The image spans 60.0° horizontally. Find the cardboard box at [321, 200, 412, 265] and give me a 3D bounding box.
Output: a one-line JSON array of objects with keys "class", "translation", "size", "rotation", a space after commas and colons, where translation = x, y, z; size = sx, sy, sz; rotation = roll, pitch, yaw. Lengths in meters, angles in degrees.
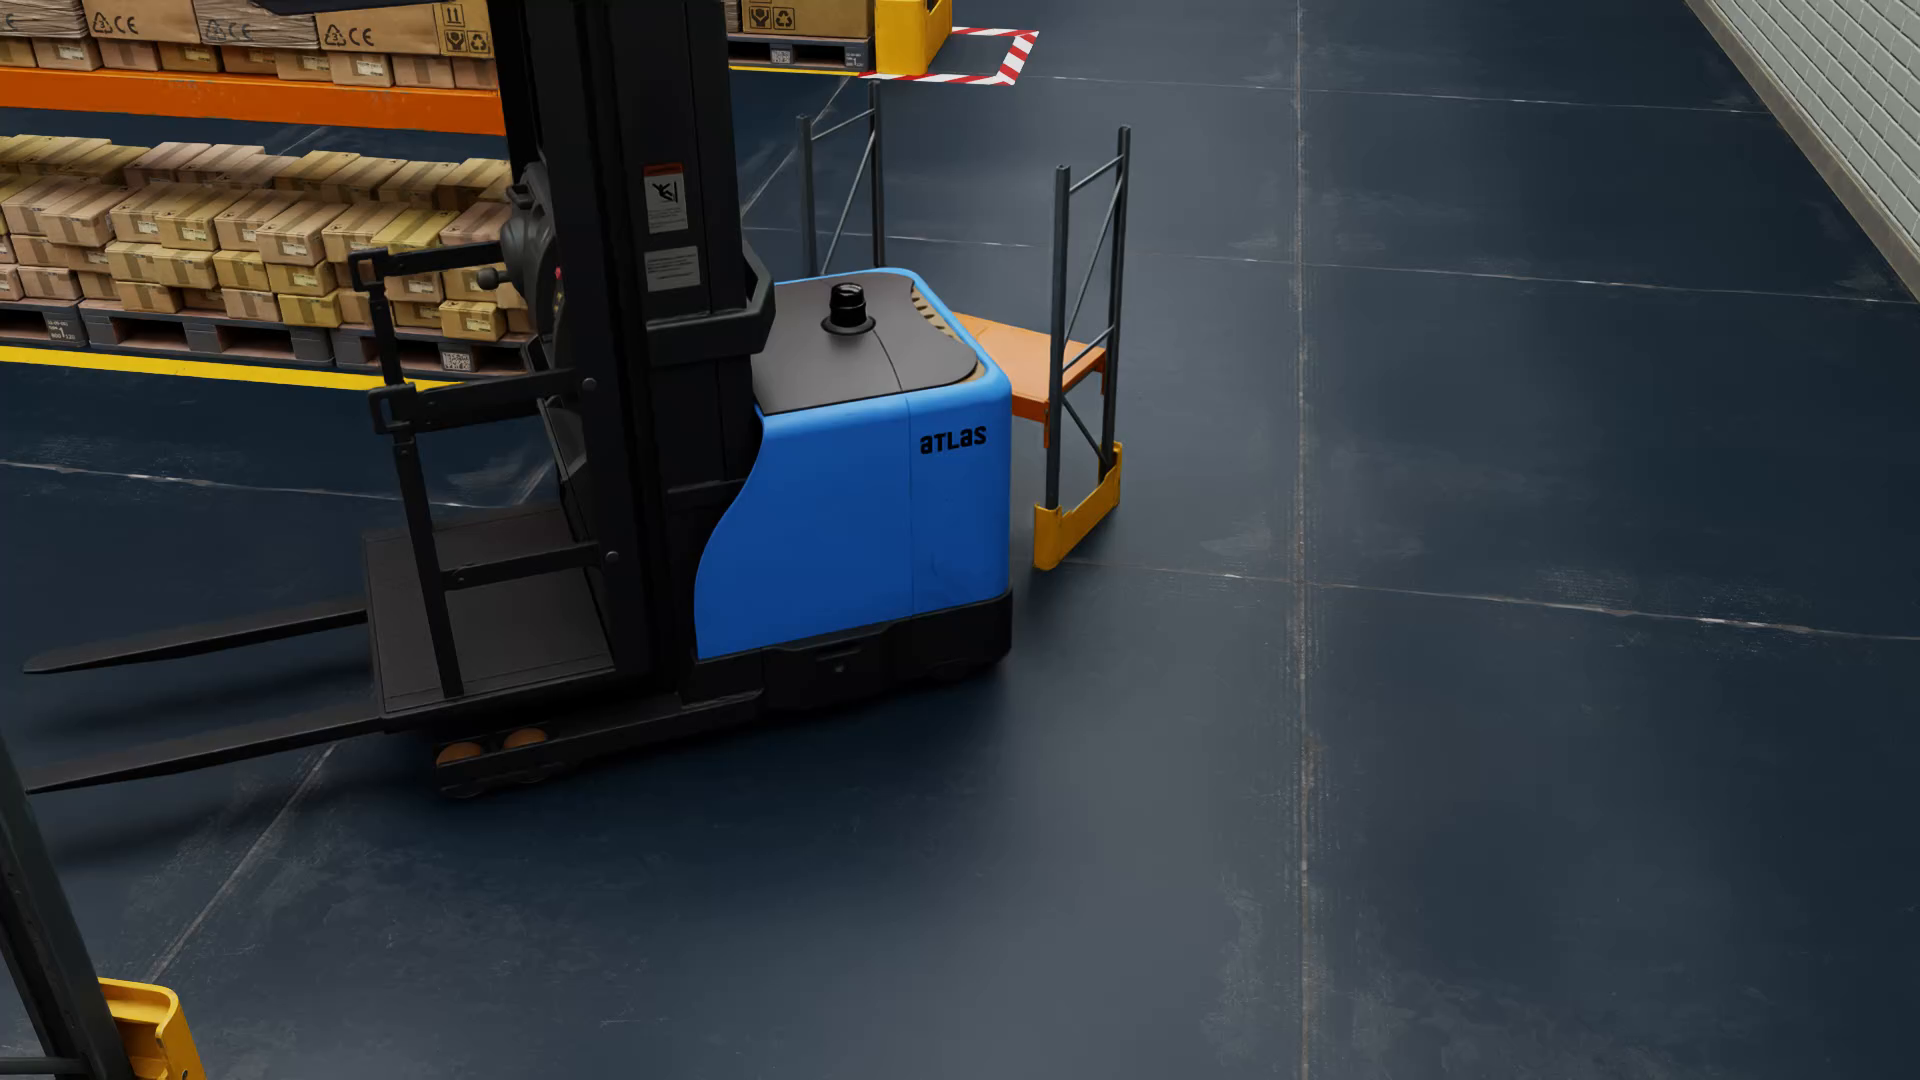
[{"class": "cardboard box", "translation": [-2.597, -1.355, 7.318], "size": [0.250, 0.149, 0.380], "rotation": [4, 32, 6]}]

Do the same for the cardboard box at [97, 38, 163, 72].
[{"class": "cardboard box", "translation": [-3.413, -2.116, 7.039], "size": [0.250, 0.149, 0.380], "rotation": [6, 33, 10]}]

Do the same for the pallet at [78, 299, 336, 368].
[{"class": "pallet", "translation": [-3.342, -1.179, 7.935], "size": [1.213, 0.211, 1.003], "rotation": [5, 32, 8]}]

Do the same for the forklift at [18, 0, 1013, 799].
[{"class": "forklift", "translation": [-1.400, -0.783, 4.738], "size": [3.031, 2.935, 1.130], "rotation": [-11, 34, -17]}]

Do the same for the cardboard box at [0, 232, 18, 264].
[{"class": "cardboard box", "translation": [-4.402, -1.428, 7.714], "size": [0.250, 0.149, 0.380], "rotation": [5, 32, 8]}]

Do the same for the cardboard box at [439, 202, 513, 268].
[{"class": "cardboard box", "translation": [-2.075, -1.342, 7.298], "size": [0.250, 0.149, 0.380], "rotation": [6, 33, 9]}]

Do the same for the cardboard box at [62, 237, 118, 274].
[{"class": "cardboard box", "translation": [-3.869, -1.365, 7.615], "size": [0.250, 0.149, 0.380], "rotation": [7, 33, 10]}]

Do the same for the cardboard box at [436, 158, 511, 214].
[{"class": "cardboard box", "translation": [-2.251, -1.651, 7.790], "size": [0.250, 0.149, 0.380], "rotation": [5, 32, 8]}]

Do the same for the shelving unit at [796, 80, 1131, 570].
[{"class": "shelving unit", "translation": [0.016, -0.802, 6.118], "size": [1.083, 1.500, 0.587], "rotation": [17, 36, 25]}]

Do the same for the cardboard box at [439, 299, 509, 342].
[{"class": "cardboard box", "translation": [-2.097, -1.031, 7.361], "size": [0.250, 0.149, 0.380], "rotation": [6, 33, 10]}]

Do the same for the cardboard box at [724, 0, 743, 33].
[{"class": "cardboard box", "translation": [-1.880, -4.112, 11.599], "size": [0.875, 0.875, 0.875], "rotation": [5, 32, 8]}]

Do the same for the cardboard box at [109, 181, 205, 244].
[{"class": "cardboard box", "translation": [-3.611, -1.483, 7.522], "size": [0.250, 0.149, 0.380], "rotation": [4, 32, 6]}]

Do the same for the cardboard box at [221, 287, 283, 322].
[{"class": "cardboard box", "translation": [-3.117, -1.139, 7.534], "size": [0.250, 0.149, 0.380], "rotation": [6, 33, 9]}]

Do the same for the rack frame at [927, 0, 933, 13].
[{"class": "rack frame", "translation": [-0.339, -4.738, 10.993], "size": [0.127, 3.000, 1.000], "rotation": [5, 32, 8]}]

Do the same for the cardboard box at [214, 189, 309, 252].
[{"class": "cardboard box", "translation": [-3.112, -1.431, 7.440], "size": [0.250, 0.149, 0.380], "rotation": [4, 32, 7]}]

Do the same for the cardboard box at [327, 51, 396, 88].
[{"class": "cardboard box", "translation": [-2.386, -1.995, 6.847], "size": [0.250, 0.149, 0.380], "rotation": [6, 33, 10]}]

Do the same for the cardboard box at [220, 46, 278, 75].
[{"class": "cardboard box", "translation": [-2.897, -2.089, 6.997], "size": [0.250, 0.149, 0.380], "rotation": [4, 32, 6]}]

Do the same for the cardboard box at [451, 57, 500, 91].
[{"class": "cardboard box", "translation": [-1.881, -1.970, 6.807], "size": [0.250, 0.149, 0.380], "rotation": [5, 32, 8]}]

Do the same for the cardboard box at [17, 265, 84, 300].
[{"class": "cardboard box", "translation": [-4.136, -1.264, 7.733], "size": [0.250, 0.149, 0.380], "rotation": [5, 32, 7]}]

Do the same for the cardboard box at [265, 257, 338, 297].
[{"class": "cardboard box", "translation": [-2.866, -1.232, 7.401], "size": [0.250, 0.149, 0.380], "rotation": [6, 32, 9]}]

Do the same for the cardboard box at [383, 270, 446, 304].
[{"class": "cardboard box", "translation": [-2.354, -1.192, 7.338], "size": [0.250, 0.149, 0.380], "rotation": [4, 32, 6]}]

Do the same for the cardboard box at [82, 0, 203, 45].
[{"class": "cardboard box", "translation": [-3.257, -2.366, 6.828], "size": [0.500, 0.500, 0.500], "rotation": [7, 33, 11]}]

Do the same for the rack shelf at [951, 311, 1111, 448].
[{"class": "rack shelf", "translation": [0.008, -0.652, 6.217], "size": [1.000, 0.185, 0.538], "rotation": [17, 36, 25]}]

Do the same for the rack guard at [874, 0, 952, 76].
[{"class": "rack guard", "translation": [-0.315, -3.677, 11.653], "size": [0.348, 0.500, 1.175], "rotation": [5, 32, 8]}]

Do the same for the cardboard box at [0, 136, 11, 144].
[{"class": "cardboard box", "translation": [-4.821, -1.836, 8.087], "size": [0.250, 0.149, 0.380], "rotation": [6, 33, 10]}]

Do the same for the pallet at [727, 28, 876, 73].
[{"class": "pallet", "translation": [-1.140, -3.587, 11.781], "size": [1.213, 0.211, 1.003], "rotation": [5, 32, 8]}]

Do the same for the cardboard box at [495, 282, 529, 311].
[{"class": "cardboard box", "translation": [-1.841, -1.147, 7.266], "size": [0.250, 0.149, 0.380], "rotation": [4, 32, 7]}]

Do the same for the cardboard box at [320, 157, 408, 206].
[{"class": "cardboard box", "translation": [-2.781, -1.659, 7.804], "size": [0.250, 0.149, 0.380], "rotation": [6, 33, 10]}]

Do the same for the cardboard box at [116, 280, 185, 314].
[{"class": "cardboard box", "translation": [-3.625, -1.185, 7.607], "size": [0.250, 0.149, 0.380], "rotation": [4, 32, 7]}]

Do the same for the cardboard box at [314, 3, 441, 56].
[{"class": "cardboard box", "translation": [-2.266, -2.276, 6.684], "size": [0.500, 0.500, 0.500], "rotation": [5, 32, 7]}]

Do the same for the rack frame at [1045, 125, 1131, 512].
[{"class": "rack frame", "translation": [0.447, -0.668, 5.903], "size": [0.032, 1.500, 0.500], "rotation": [17, 36, 25]}]

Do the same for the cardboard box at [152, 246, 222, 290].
[{"class": "cardboard box", "translation": [-3.392, -1.274, 7.470], "size": [0.250, 0.149, 0.380], "rotation": [5, 32, 9]}]

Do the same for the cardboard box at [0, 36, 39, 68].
[{"class": "cardboard box", "translation": [-3.948, -2.143, 7.083], "size": [0.250, 0.149, 0.380], "rotation": [6, 33, 9]}]

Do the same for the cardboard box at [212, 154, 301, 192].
[{"class": "cardboard box", "translation": [-3.297, -1.679, 7.836], "size": [0.250, 0.149, 0.380], "rotation": [5, 32, 8]}]

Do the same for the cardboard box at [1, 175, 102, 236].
[{"class": "cardboard box", "translation": [-4.131, -1.529, 7.596], "size": [0.250, 0.149, 0.380], "rotation": [4, 32, 7]}]

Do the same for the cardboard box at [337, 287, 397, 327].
[{"class": "cardboard box", "translation": [-2.589, -1.115, 7.495], "size": [0.250, 0.149, 0.380], "rotation": [5, 32, 9]}]

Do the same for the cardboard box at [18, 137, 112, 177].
[{"class": "cardboard box", "translation": [-4.316, -1.816, 8.054], "size": [0.250, 0.149, 0.380], "rotation": [5, 32, 8]}]

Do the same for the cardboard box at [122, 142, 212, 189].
[{"class": "cardboard box", "translation": [-3.791, -1.776, 7.991], "size": [0.250, 0.149, 0.380], "rotation": [4, 32, 6]}]
